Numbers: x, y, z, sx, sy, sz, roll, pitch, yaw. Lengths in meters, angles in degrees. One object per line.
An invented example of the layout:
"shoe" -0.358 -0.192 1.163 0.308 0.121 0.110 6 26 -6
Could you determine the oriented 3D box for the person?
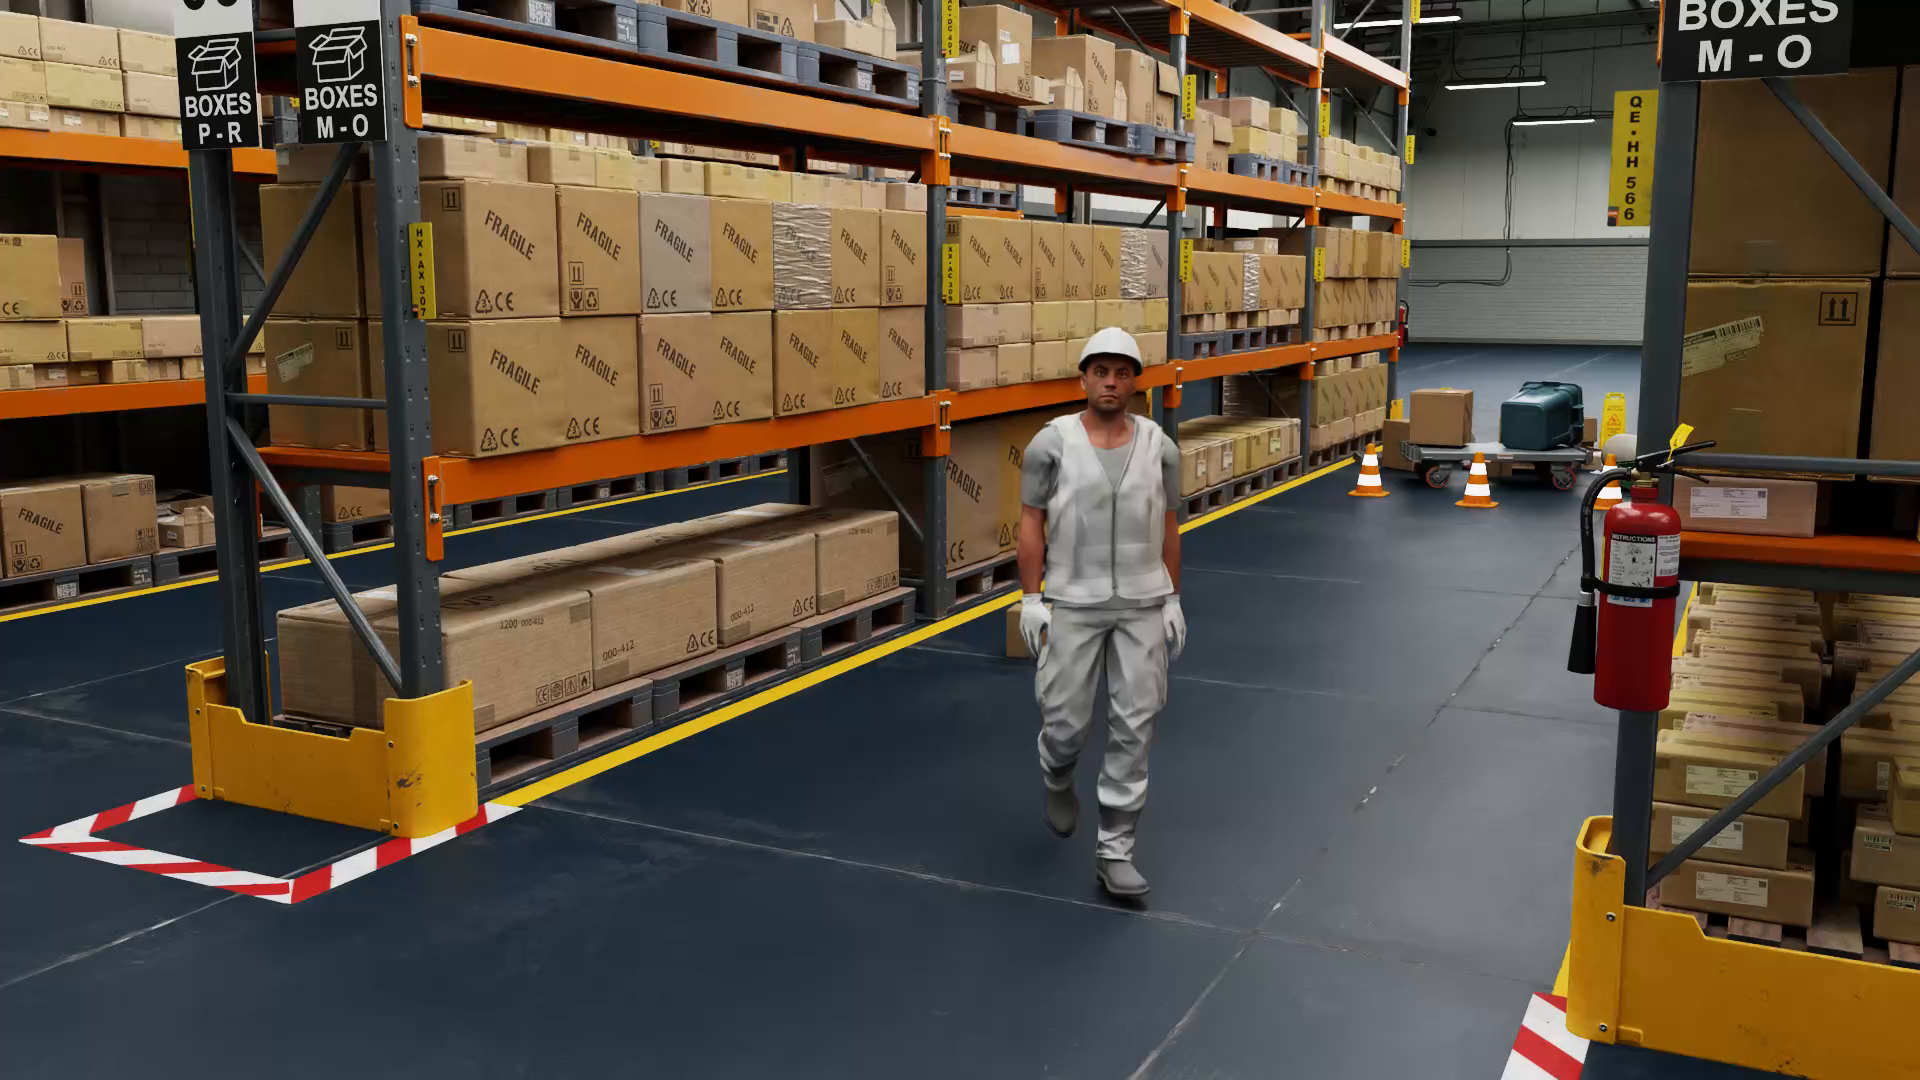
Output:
"person" 0.455 0.209 5.345 0.549 1.777 0.672 -1 9 -6
